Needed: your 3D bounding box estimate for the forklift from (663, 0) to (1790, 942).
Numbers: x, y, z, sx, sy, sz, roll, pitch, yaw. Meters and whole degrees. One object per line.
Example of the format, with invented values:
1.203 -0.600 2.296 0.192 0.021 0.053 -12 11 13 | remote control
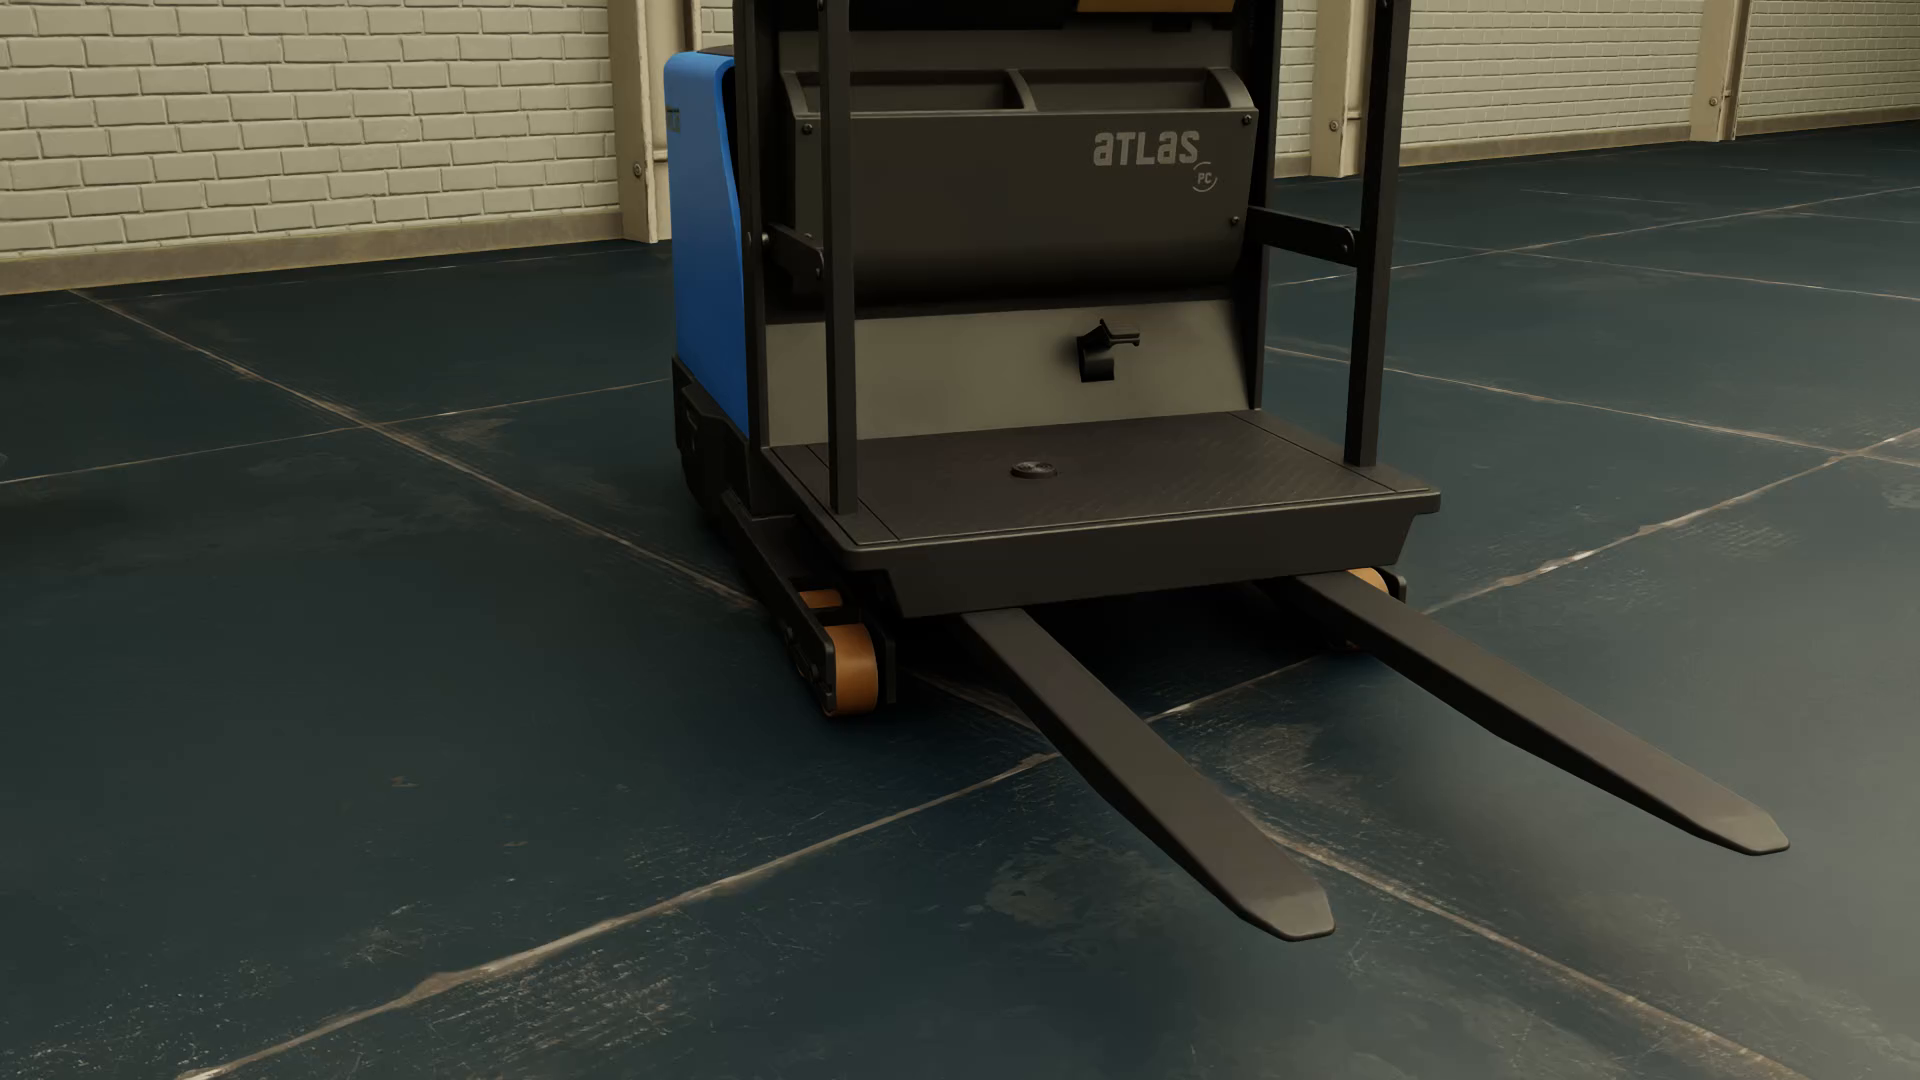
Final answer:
0.190 -1.226 2.858 1.130 2.935 3.031 -6 18 -17 | forklift
